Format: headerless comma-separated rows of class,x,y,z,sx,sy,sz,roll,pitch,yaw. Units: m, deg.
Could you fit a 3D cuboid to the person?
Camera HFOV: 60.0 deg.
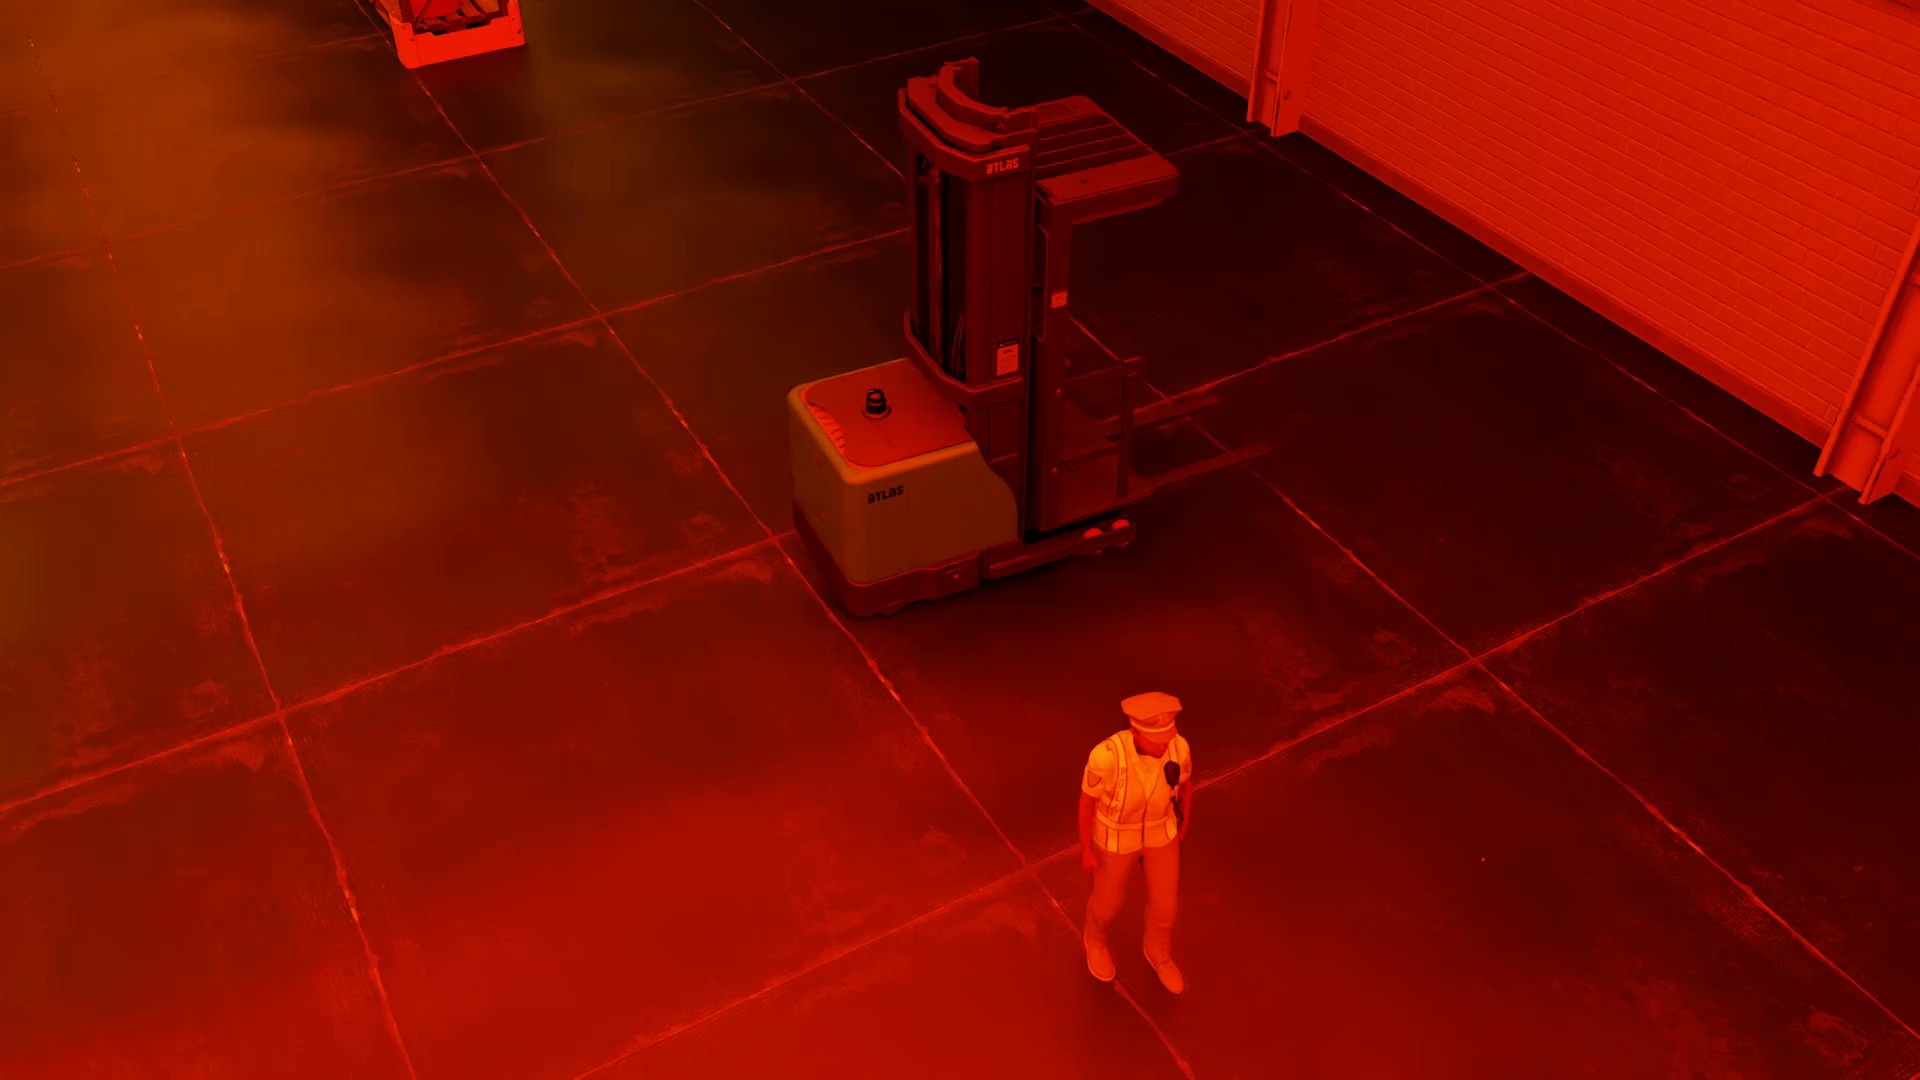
person,0.794,1.369,7.395,0.530,1.716,0.469,-8,40,-9

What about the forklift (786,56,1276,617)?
forklift,0.527,-1.323,9.631,3.031,2.935,1.130,-17,43,-19
